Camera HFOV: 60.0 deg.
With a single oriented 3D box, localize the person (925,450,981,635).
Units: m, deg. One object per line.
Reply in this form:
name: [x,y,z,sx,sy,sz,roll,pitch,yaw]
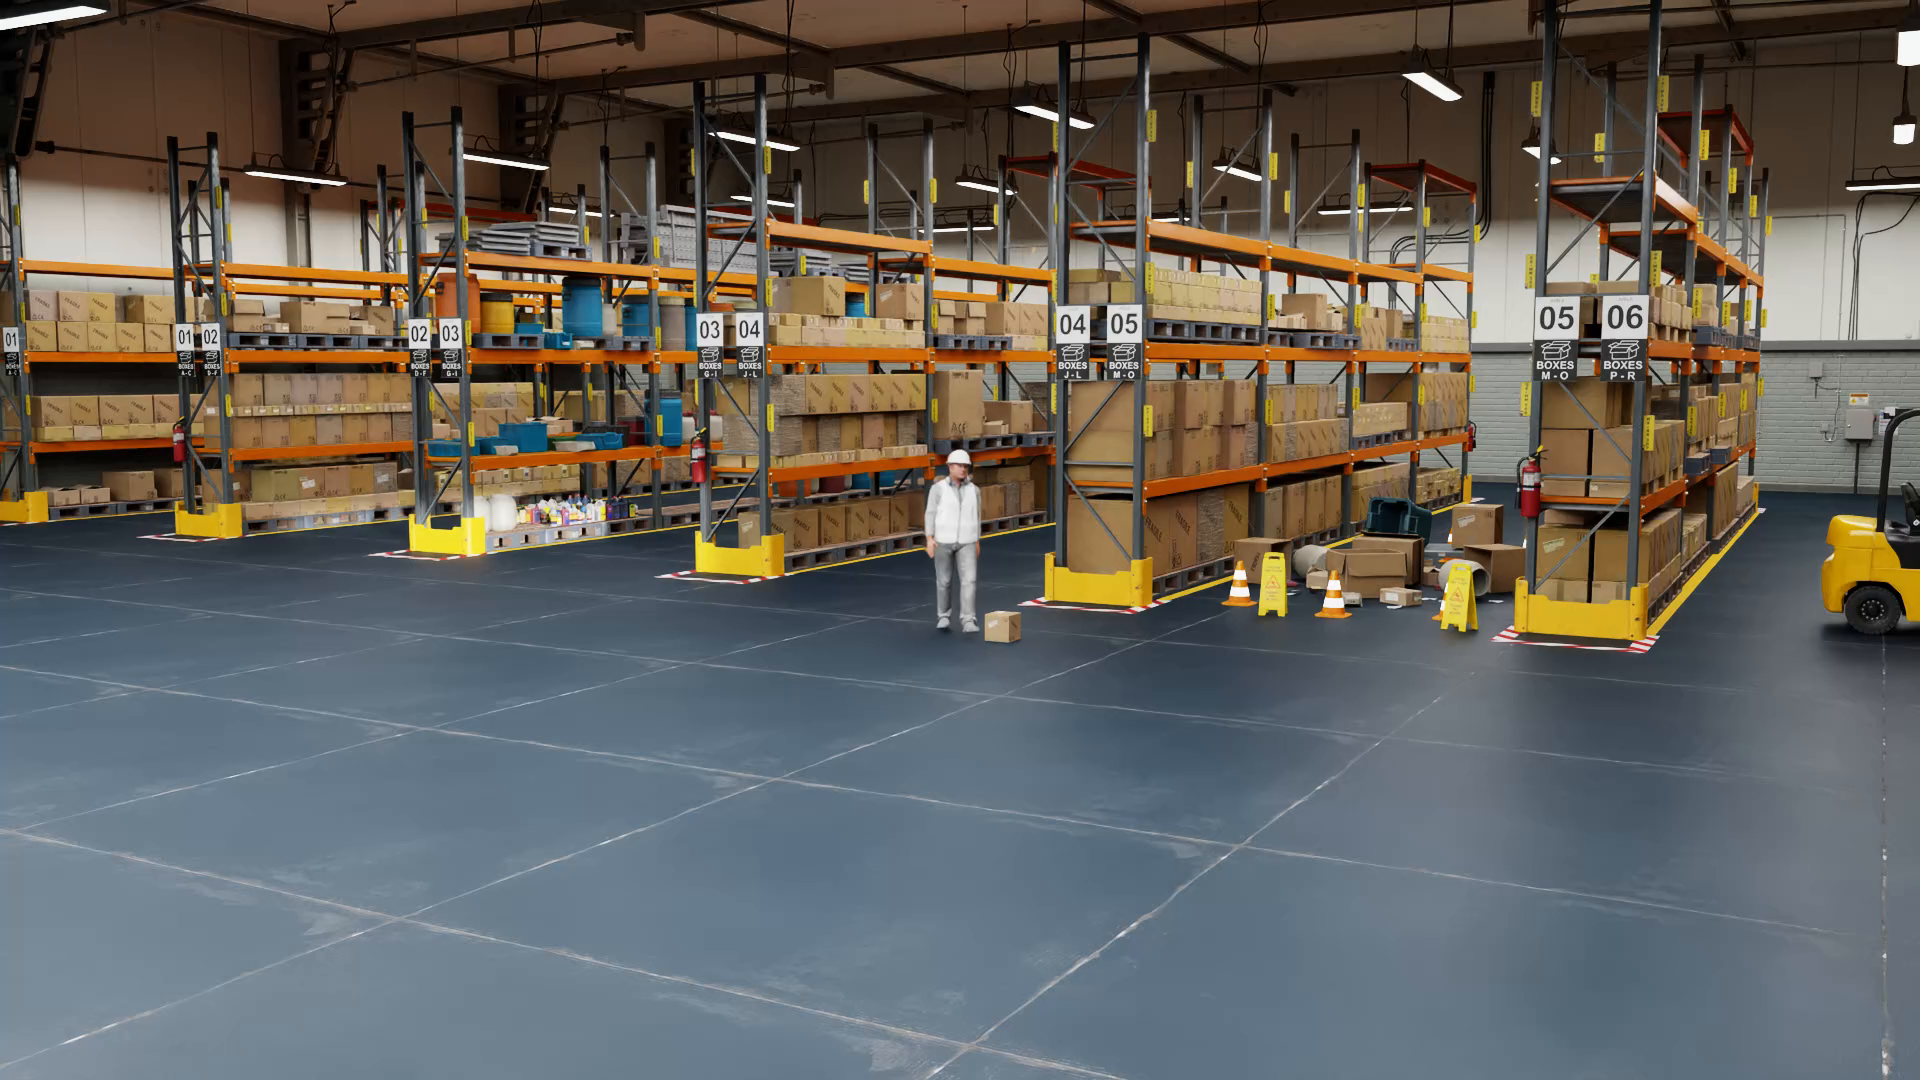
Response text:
person: [-0.044,0.017,15.742,0.579,1.730,0.930,-1,6,-13]
